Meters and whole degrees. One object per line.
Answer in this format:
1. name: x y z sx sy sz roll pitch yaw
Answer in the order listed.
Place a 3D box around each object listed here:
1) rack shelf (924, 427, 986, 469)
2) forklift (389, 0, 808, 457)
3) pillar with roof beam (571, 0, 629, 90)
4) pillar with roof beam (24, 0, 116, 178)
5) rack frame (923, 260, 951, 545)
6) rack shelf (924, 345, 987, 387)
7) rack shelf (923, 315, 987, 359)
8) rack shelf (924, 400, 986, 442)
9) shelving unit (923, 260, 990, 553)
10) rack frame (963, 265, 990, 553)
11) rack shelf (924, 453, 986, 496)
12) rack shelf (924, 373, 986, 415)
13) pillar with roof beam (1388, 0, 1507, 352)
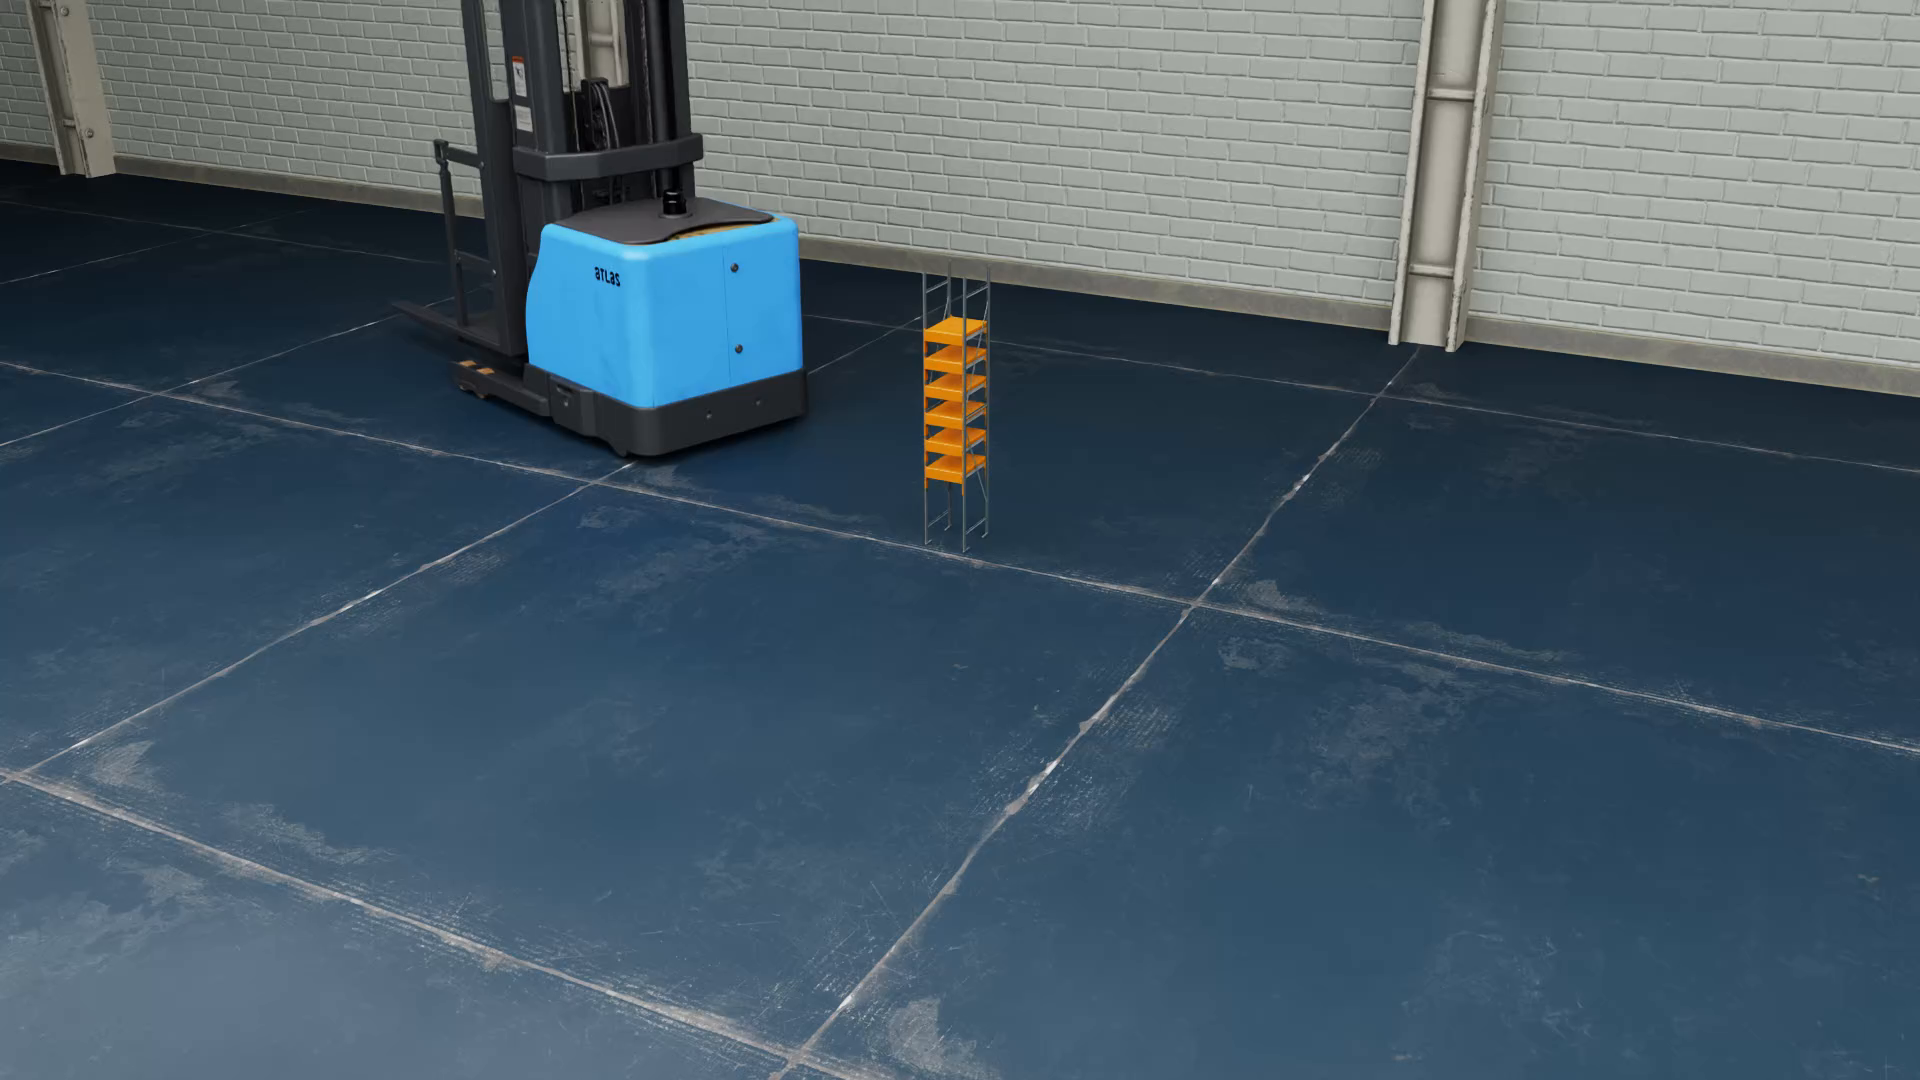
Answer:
1. rack shelf: -0.013 -0.403 7.086 0.180 0.103 0.258 11 25 25
2. forklift: -2.169 -2.241 8.775 1.130 2.935 3.031 -20 30 -39
3. pillar with roof beam: -4.469 -4.900 7.275 0.400 9.000 9.100 11 25 25
4. pillar with roof beam: -9.824 -5.960 9.766 0.400 9.000 9.100 11 25 25
5. rack frame: -0.095 -0.571 7.059 0.006 1.200 0.240 11 25 25
6. rack shelf: -0.013 -0.735 6.945 0.180 0.103 0.258 11 25 25
7. rack shelf: -0.013 -0.845 6.898 0.180 0.103 0.258 11 25 25
8. rack shelf: -0.013 -0.514 7.039 0.180 0.103 0.258 11 25 25
9. shelving unit: -0.013 -0.555 7.021 0.189 1.200 0.258 11 25 25
10. rack frame: 0.069 -0.539 6.983 0.006 1.200 0.240 11 25 25
11. rack shelf: -0.013 -0.293 7.133 0.180 0.103 0.258 11 25 25
12. rack shelf: -0.013 -0.624 6.992 0.180 0.103 0.258 11 25 25
13. pillar with roof beam: 0.885 -3.841 4.783 0.400 9.000 9.100 11 25 25
